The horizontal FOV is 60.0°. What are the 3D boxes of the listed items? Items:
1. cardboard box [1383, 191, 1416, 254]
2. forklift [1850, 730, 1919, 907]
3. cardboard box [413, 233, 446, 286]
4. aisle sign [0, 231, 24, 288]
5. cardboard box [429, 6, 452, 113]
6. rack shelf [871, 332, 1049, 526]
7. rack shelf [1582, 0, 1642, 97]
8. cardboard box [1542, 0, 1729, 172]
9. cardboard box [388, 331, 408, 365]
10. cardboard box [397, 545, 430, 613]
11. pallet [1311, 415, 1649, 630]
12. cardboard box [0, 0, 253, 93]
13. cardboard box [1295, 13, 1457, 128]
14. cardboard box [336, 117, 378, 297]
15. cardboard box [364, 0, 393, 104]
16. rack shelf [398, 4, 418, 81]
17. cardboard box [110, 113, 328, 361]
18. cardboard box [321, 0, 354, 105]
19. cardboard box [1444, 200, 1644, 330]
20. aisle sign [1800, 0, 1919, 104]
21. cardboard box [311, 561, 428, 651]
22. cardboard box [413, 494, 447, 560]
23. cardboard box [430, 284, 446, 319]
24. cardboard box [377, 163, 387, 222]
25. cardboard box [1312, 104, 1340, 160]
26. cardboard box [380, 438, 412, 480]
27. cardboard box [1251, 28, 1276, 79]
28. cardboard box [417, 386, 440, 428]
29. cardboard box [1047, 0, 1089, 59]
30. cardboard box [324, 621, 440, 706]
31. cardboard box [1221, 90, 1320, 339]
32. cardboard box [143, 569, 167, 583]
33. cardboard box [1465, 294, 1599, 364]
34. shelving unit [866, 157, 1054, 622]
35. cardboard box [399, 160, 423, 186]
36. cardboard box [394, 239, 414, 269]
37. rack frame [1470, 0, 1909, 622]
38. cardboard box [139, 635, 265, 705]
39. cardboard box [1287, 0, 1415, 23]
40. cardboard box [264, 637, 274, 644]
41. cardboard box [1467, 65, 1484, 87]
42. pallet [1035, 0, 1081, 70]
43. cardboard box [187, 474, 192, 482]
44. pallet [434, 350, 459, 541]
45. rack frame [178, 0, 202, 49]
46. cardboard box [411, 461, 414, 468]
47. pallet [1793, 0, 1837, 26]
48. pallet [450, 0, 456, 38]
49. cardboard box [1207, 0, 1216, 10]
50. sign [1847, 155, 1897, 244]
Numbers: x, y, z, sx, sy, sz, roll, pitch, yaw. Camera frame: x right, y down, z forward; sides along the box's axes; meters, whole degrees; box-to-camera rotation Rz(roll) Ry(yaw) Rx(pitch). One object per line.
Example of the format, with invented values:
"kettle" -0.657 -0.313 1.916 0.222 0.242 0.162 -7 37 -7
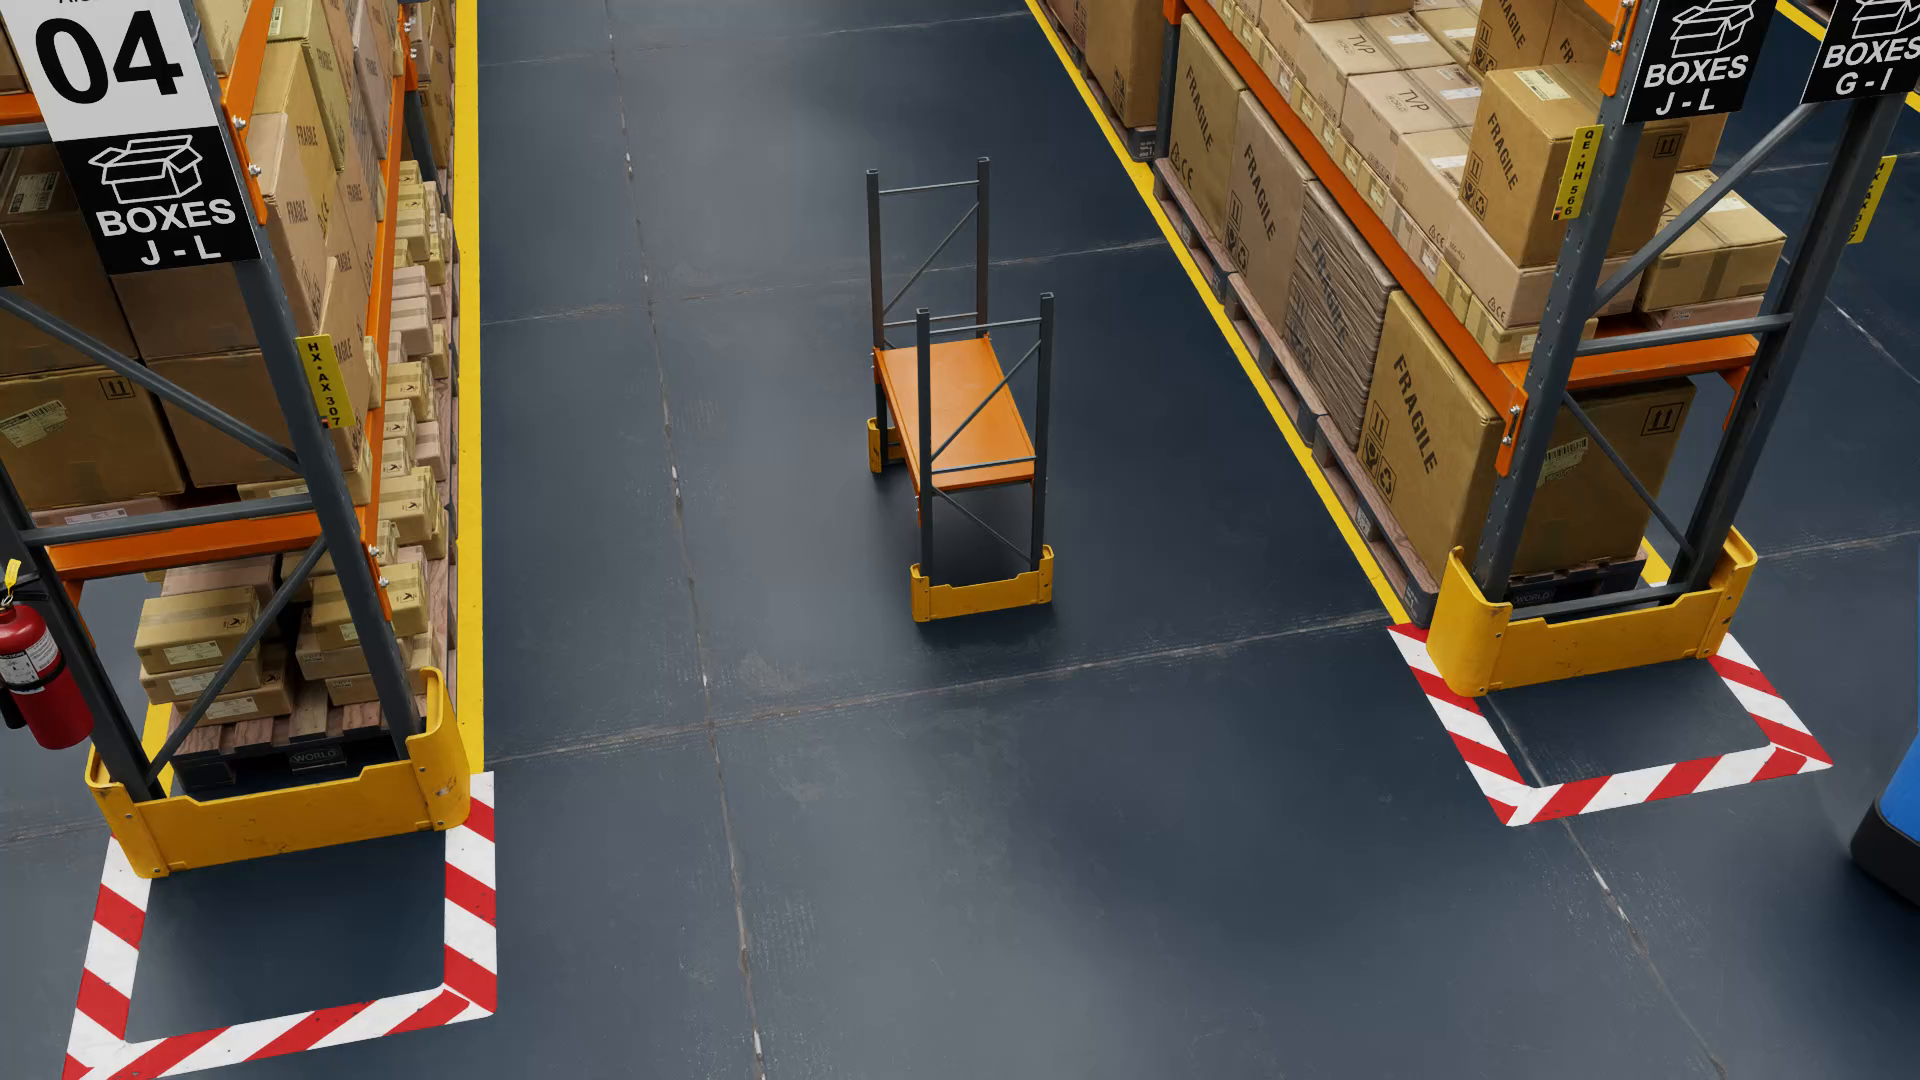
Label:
"cardboard box" 1.920 -1.286 6.629 0.380 0.149 0.250 -8 42 -9
"forklift" 4.627 -0.285 5.363 3.031 2.935 1.130 -28 48 -28
"cardboard box" -2.722 -1.349 8.117 0.380 0.149 0.250 -10 43 -11
"aisle sign" -2.660 -0.939 4.090 0.394 0.787 0.004 -8 42 -9
"cardboard box" -3.262 -2.732 9.635 0.500 0.500 0.500 -7 42 -7
"rack shelf" -0.018 -0.482 6.934 0.538 0.185 1.000 -8 42 -9
"rack shelf" 2.050 -2.852 6.486 1.077 0.370 4.000 -8 42 -9
"cardboard box" 2.534 -1.712 6.243 0.500 0.500 0.500 -9 42 -10
"cardboard box" -2.615 -0.759 7.228 0.380 0.149 0.250 -8 42 -9
"cardboard box" -2.249 0.178 6.397 0.380 0.149 0.250 -9 42 -9
"pallet" 2.233 -0.167 7.279 1.003 0.211 1.213 -8 42 -9
"cardboard box" -2.230 -1.451 4.478 0.500 0.250 0.500 -7 42 -8
"cardboard box" 1.783 -2.030 7.166 0.500 0.250 0.500 -8 42 -9
"cardboard box" -2.444 -1.199 6.042 0.500 0.500 0.500 -8 42 -9
"cardboard box" -2.755 -2.189 7.157 0.500 0.500 0.500 -9 42 -10
"rack shelf" -3.678 -3.678 9.675 1.077 0.370 4.000 -8 42 -9
"cardboard box" -2.220 -0.909 4.962 0.500 0.500 0.500 -9 42 -10
"cardboard box" -2.539 -1.905 6.084 0.500 0.500 0.500 -10 42 -11
"cardboard box" 2.118 -1.034 6.044 0.500 0.250 0.500 -9 42 -10
"aisle sign" 2.791 -1.671 4.915 0.394 0.787 0.004 -8 42 -9
"cardboard box" -2.164 0.241 6.102 0.380 0.149 0.250 -10 43 -11
"cardboard box" -2.328 -0.033 6.859 0.380 0.149 0.250 -8 42 -9
"cardboard box" -2.734 -1.193 8.166 0.380 0.149 0.250 -10 43 -11
"cardboard box" -2.548 -1.402 6.759 0.380 0.149 0.250 -8 42 -8
"cardboard box" 1.754 -1.783 7.189 0.380 0.149 0.250 -8 42 -8
"cardboard box" -2.405 -0.251 6.656 0.380 0.149 0.250 -10 43 -11
"cardboard box" 1.586 -2.285 7.754 0.380 0.149 0.250 -9 42 -10
"cardboard box" -2.530 -0.535 7.424 0.380 0.149 0.250 -8 42 -9
"cardboard box" 1.267 -3.649 10.385 1.225 0.875 0.875 -10 43 -11
"cardboard box" -2.183 0.466 6.296 0.380 0.149 0.250 -8 42 -8
"cardboard box" 1.877 -1.635 8.117 0.875 0.875 0.875 -8 42 -9
"cardboard box" -2.923 0.002 6.372 0.380 0.149 0.250 -9 42 -10
"cardboard box" 2.084 -0.792 6.072 0.380 0.149 0.250 -8 42 -8
"shelving unit" -0.016 -0.610 6.808 0.587 1.500 1.083 -8 42 -9
"cardboard box" -2.915 -1.770 8.368 0.380 0.149 0.250 -7 42 -8
"cardboard box" -2.781 -1.271 7.805 0.380 0.149 0.250 -7 42 -8
"rack frame" 2.482 -0.703 5.782 1.000 3.000 0.127 -8 42 -9
"cardboard box" -2.775 0.439 6.103 0.380 0.149 0.250 -9 42 -10
"cardboard box" 1.688 -2.627 7.274 0.500 0.500 0.500 -10 42 -11
"cardboard box" -2.854 0.388 6.384 0.380 0.149 0.250 -7 42 -8
"cardboard box" 2.419 -1.770 6.873 0.500 0.250 0.500 -10 43 -11
"pallet" 1.112 -3.534 11.073 1.003 0.211 1.213 -8 42 -9
"cardboard box" -2.746 -0.301 5.519 0.380 0.149 0.250 -8 42 -9
"pallet" -2.800 -0.385 7.524 1.003 0.211 1.213 -8 42 -9
"rack frame" -2.383 -2.301 3.064 1.000 3.000 0.127 -8 42 -9
"cardboard box" -2.488 -0.308 6.944 0.380 0.149 0.250 -10 43 -11
"pallet" 6.329 -3.468 10.998 1.003 0.211 1.213 -8 42 -9
"pallet" -3.942 -3.694 11.252 1.003 0.211 1.213 -8 42 -9
"cardboard box" 1.415 -2.792 8.325 0.380 0.149 0.250 -10 43 -11
"sign" 3.025 -1.132 5.554 0.100 0.325 0.005 -8 42 -9
